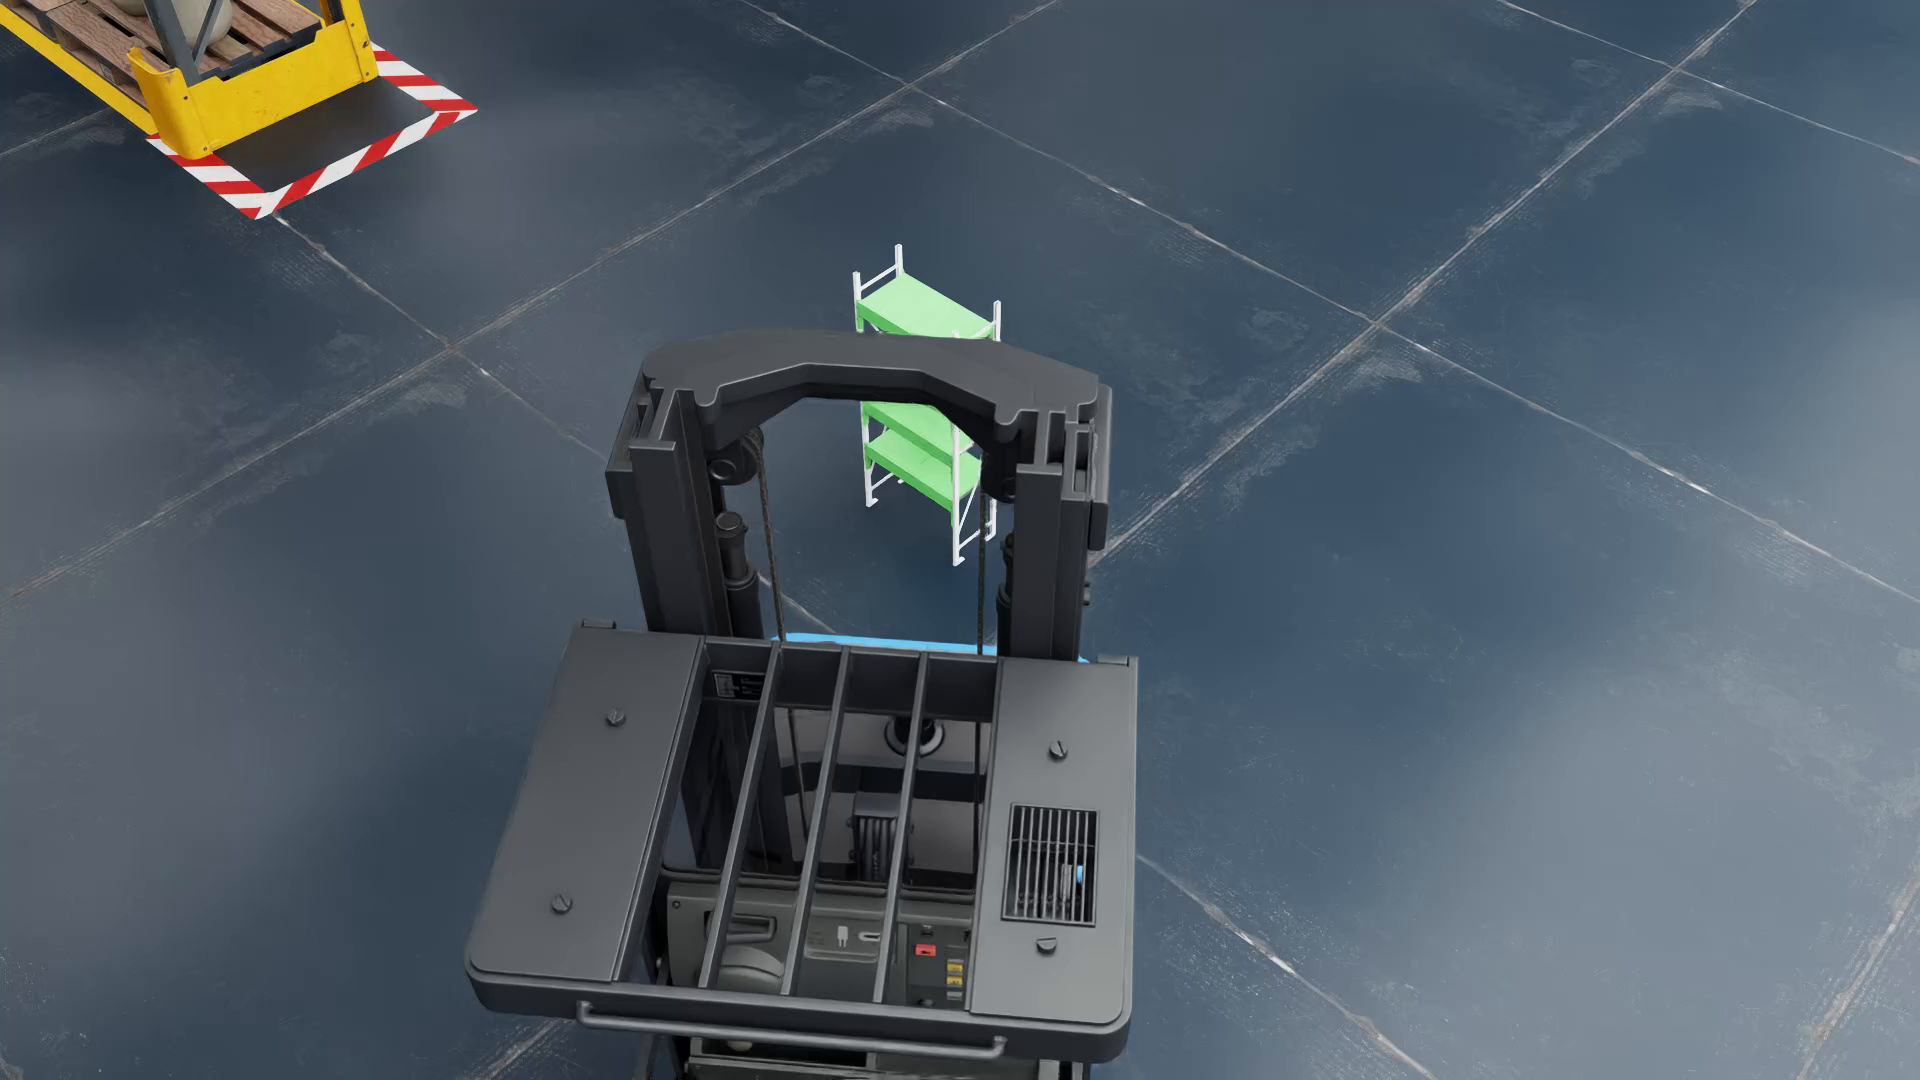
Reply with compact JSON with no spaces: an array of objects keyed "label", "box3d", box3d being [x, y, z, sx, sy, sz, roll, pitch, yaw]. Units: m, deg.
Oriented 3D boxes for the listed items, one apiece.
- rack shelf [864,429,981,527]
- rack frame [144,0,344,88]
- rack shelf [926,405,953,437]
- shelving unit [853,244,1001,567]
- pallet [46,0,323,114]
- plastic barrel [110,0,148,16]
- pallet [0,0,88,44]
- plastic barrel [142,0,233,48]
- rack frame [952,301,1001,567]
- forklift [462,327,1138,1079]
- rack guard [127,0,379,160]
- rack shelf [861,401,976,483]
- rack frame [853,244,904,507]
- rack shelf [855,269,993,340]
[{"label":"rack shelf","box3d":[-0.122,-0.285,6.611,0.480,0.148,0.258,34,55,28]},{"label":"rack frame","box3d":[-3.610,-3.355,7.843,0.127,3.000,1.000,34,55,28]},{"label":"rack shelf","box3d":[-0.122,-0.613,6.261,0.480,0.148,0.258,34,55,28]},{"label":"shelving unit","box3d":[-0.122,-0.493,6.389,0.503,1.200,0.258,34,55,28]},{"label":"pallet","box3d":[-4.291,-2.818,9.251,1.213,0.211,1.003,34,55,28]},{"label":"plastic barrel","box3d":[-4.513,-3.180,9.097,0.421,0.512,0.421,0,47,0]},{"label":"pallet","box3d":[-5.183,-3.421,9.817,1.213,0.211,1.003,34,55,28]},{"label":"plastic barrel","box3d":[-4.145,-2.932,8.864,0.421,0.512,0.421,0,47,0]},{"label":"rack frame","box3d":[0.058,-0.372,6.276,0.015,1.200,0.240,34,55,28]},{"label":"forklift","box3d":[-0.230,1.108,3.699,1.130,2.935,3.031,4,47,4]},{"label":"rack guard","box3d":[-3.697,-2.512,8.766,0.348,0.500,1.175,34,55,28]},{"label":"rack shelf","box3d":[-0.122,-0.449,6.436,0.480,0.148,0.258,34,55,28]},{"label":"rack frame","box3d":[-0.301,-0.613,6.503,0.015,1.200,0.240,34,55,28]},{"label":"rack shelf","box3d":[-0.122,-0.777,6.086,0.480,0.148,0.258,34,55,28]}]
